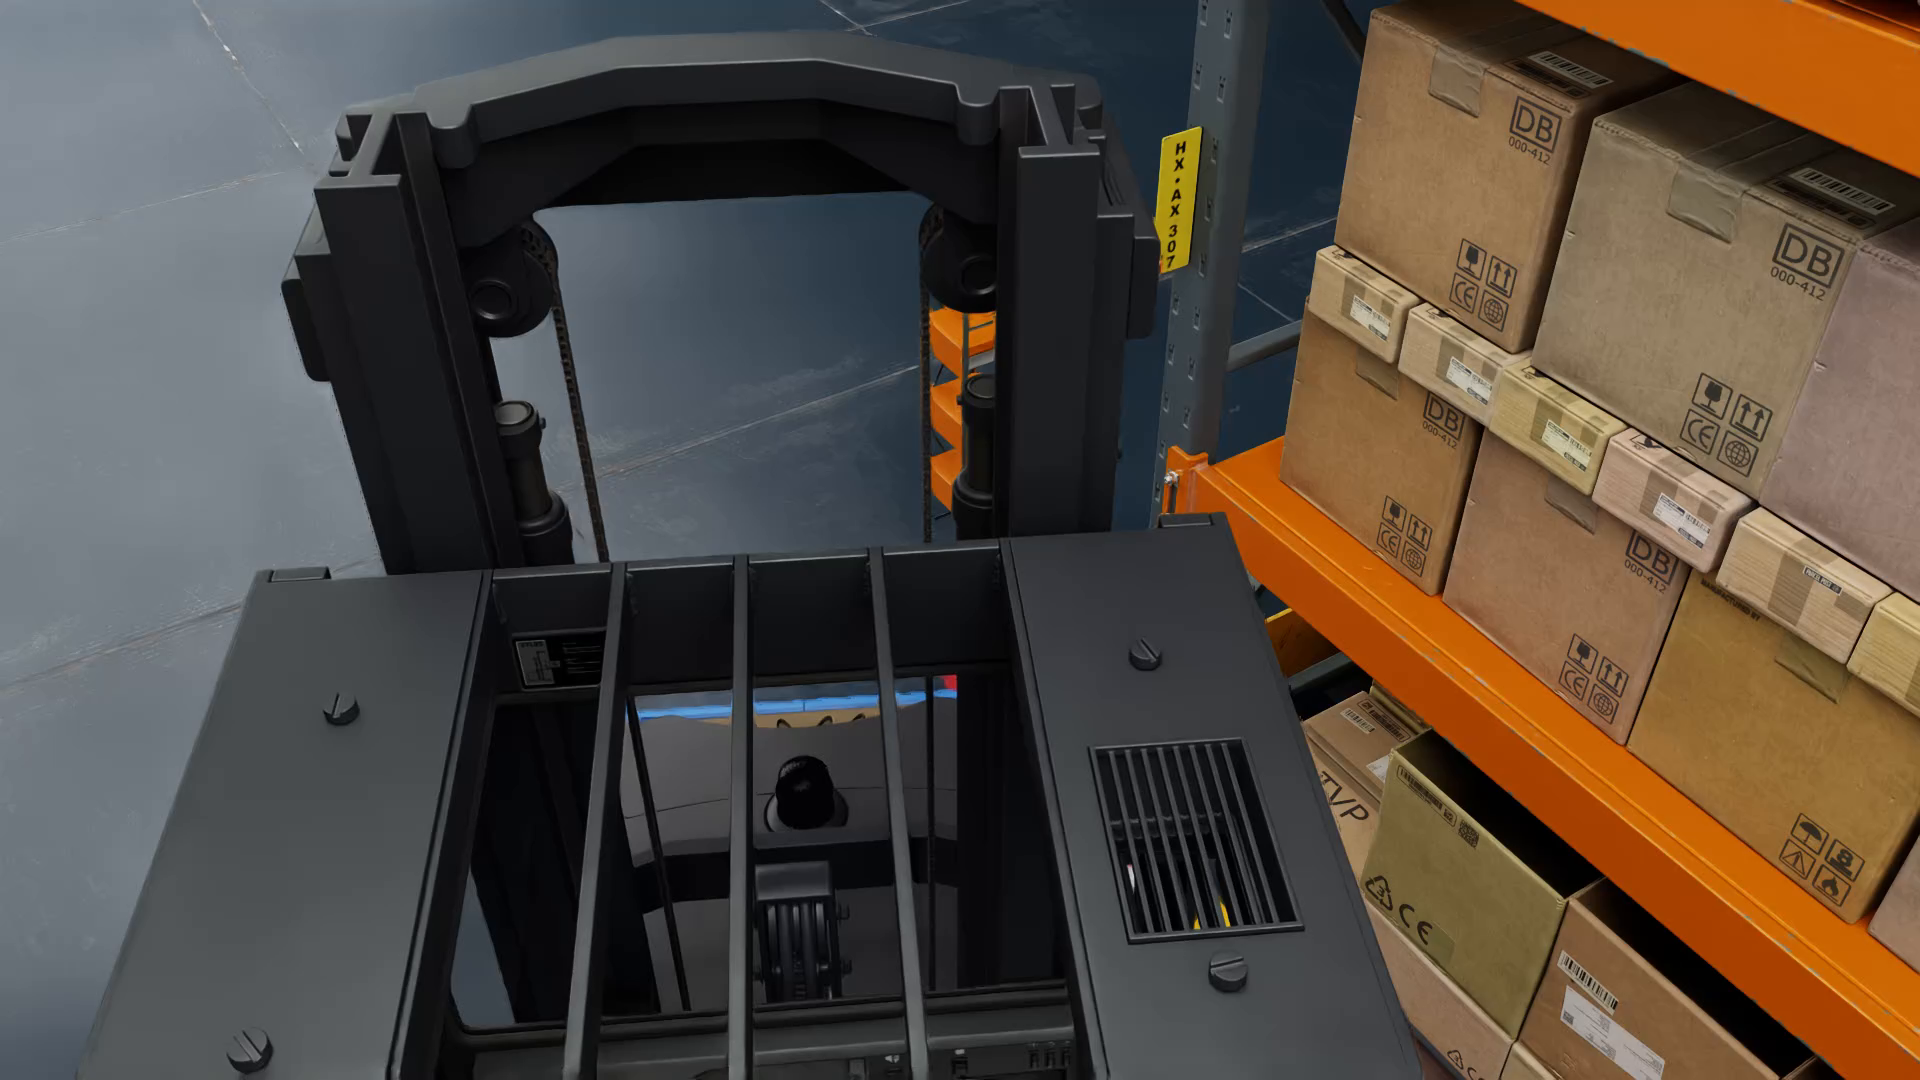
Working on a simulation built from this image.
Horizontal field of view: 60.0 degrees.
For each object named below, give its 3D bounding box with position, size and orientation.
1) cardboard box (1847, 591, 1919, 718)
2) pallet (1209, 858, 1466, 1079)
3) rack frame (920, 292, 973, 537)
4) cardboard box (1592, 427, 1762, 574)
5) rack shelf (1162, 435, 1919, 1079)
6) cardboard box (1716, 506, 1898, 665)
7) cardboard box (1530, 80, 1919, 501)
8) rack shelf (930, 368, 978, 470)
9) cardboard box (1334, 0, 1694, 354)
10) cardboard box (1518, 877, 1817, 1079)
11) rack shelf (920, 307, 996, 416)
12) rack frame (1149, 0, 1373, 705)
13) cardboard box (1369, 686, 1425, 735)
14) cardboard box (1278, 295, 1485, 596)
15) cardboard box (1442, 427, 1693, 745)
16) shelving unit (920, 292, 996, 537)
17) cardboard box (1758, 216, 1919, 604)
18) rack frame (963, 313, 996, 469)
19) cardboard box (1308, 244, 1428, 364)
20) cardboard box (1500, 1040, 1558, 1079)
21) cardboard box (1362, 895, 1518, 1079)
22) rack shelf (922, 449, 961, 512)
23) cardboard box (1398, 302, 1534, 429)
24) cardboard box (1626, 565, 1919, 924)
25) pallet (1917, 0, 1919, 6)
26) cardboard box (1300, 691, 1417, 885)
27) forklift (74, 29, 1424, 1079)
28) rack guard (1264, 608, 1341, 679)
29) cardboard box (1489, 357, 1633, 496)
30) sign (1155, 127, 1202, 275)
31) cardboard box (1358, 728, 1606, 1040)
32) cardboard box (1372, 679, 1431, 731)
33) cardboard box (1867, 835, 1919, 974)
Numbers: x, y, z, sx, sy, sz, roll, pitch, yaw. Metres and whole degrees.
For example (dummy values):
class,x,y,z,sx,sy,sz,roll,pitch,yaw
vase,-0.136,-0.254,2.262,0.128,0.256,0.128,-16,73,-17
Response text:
class,x,y,z,sx,sy,sz,roll,pitch,yaw
cardboard box,1.652,0.154,2.637,0.380,0.149,0.250,-23,45,-25
pallet,1.375,0.931,4.468,1.003,0.211,1.213,-22,45,-24
rack frame,-0.037,-0.440,5.458,0.200,1.050,0.008,-22,45,-24
cardboard box,1.369,-0.127,2.974,0.380,0.149,0.250,-23,45,-25
rack shelf,2.004,0.817,2.988,1.077,0.370,4.000,-22,45,-24
cardboard box,1.514,0.016,2.802,0.380,0.149,0.250,-24,45,-26
cardboard box,1.485,-0.508,2.925,0.700,0.500,0.500,-23,45,-25
rack shelf,0.029,-0.366,5.386,0.215,0.259,0.240,-22,45,-24
cardboard box,1.197,-0.790,3.264,0.700,0.500,0.500,-22,45,-24
cardboard box,1.579,0.969,3.478,0.500,0.500,0.500,-22,45,-24
rack shelf,0.029,-0.584,5.204,0.215,0.259,0.240,-22,45,-24
rack frame,0.929,-0.539,4.053,1.000,3.000,0.127,-22,45,-24
cardboard box,1.466,0.544,4.574,0.500,0.250,0.500,-22,45,-24
cardboard box,1.169,-0.321,3.713,0.700,0.500,0.500,-22,45,-24
cardboard box,1.455,-0.039,3.375,0.700,0.500,0.500,-21,44,-23
shelving unit,0.029,-0.374,5.379,0.215,1.050,0.252,-22,45,-24
cardboard box,1.756,-0.237,2.599,0.700,0.500,0.500,-22,45,-24
rack frame,0.094,-0.309,5.300,0.200,1.050,0.008,-22,45,-24
cardboard box,0.958,-0.540,3.470,0.380,0.149,0.250,-23,45,-25
cardboard box,1.570,1.261,3.713,0.500,0.250,0.500,-22,45,-24
cardboard box,1.301,0.991,4.037,0.500,0.250,0.500,-22,45,-24
rack shelf,0.029,-0.153,5.564,0.215,0.259,0.240,-22,45,-24
cardboard box,1.102,-0.399,3.300,0.380,0.149,0.250,-23,45,-25
cardboard box,1.717,0.231,3.051,0.700,0.500,0.500,-22,45,-24
pallet,1.947,-0.607,1.861,1.003,0.211,1.213,-22,45,-24
cardboard box,1.029,0.723,4.360,0.500,0.250,0.500,-22,45,-24
forklift,-0.205,0.983,2.280,1.130,2.935,3.031,-4,40,-4
rack guard,0.916,0.409,4.869,1.175,0.500,0.348,-22,45,-24
cardboard box,1.235,-0.264,3.138,0.380,0.149,0.250,-22,45,-24
sign,0.457,-0.714,3.525,0.100,0.325,0.005,-22,45,-24
cardboard box,1.300,0.704,3.796,0.500,0.500,0.500,-22,45,-24
cardboard box,1.468,0.255,4.334,0.500,0.500,0.500,-22,45,-24
cardboard box,2.004,0.514,2.712,0.700,0.500,0.500,-21,44,-23
